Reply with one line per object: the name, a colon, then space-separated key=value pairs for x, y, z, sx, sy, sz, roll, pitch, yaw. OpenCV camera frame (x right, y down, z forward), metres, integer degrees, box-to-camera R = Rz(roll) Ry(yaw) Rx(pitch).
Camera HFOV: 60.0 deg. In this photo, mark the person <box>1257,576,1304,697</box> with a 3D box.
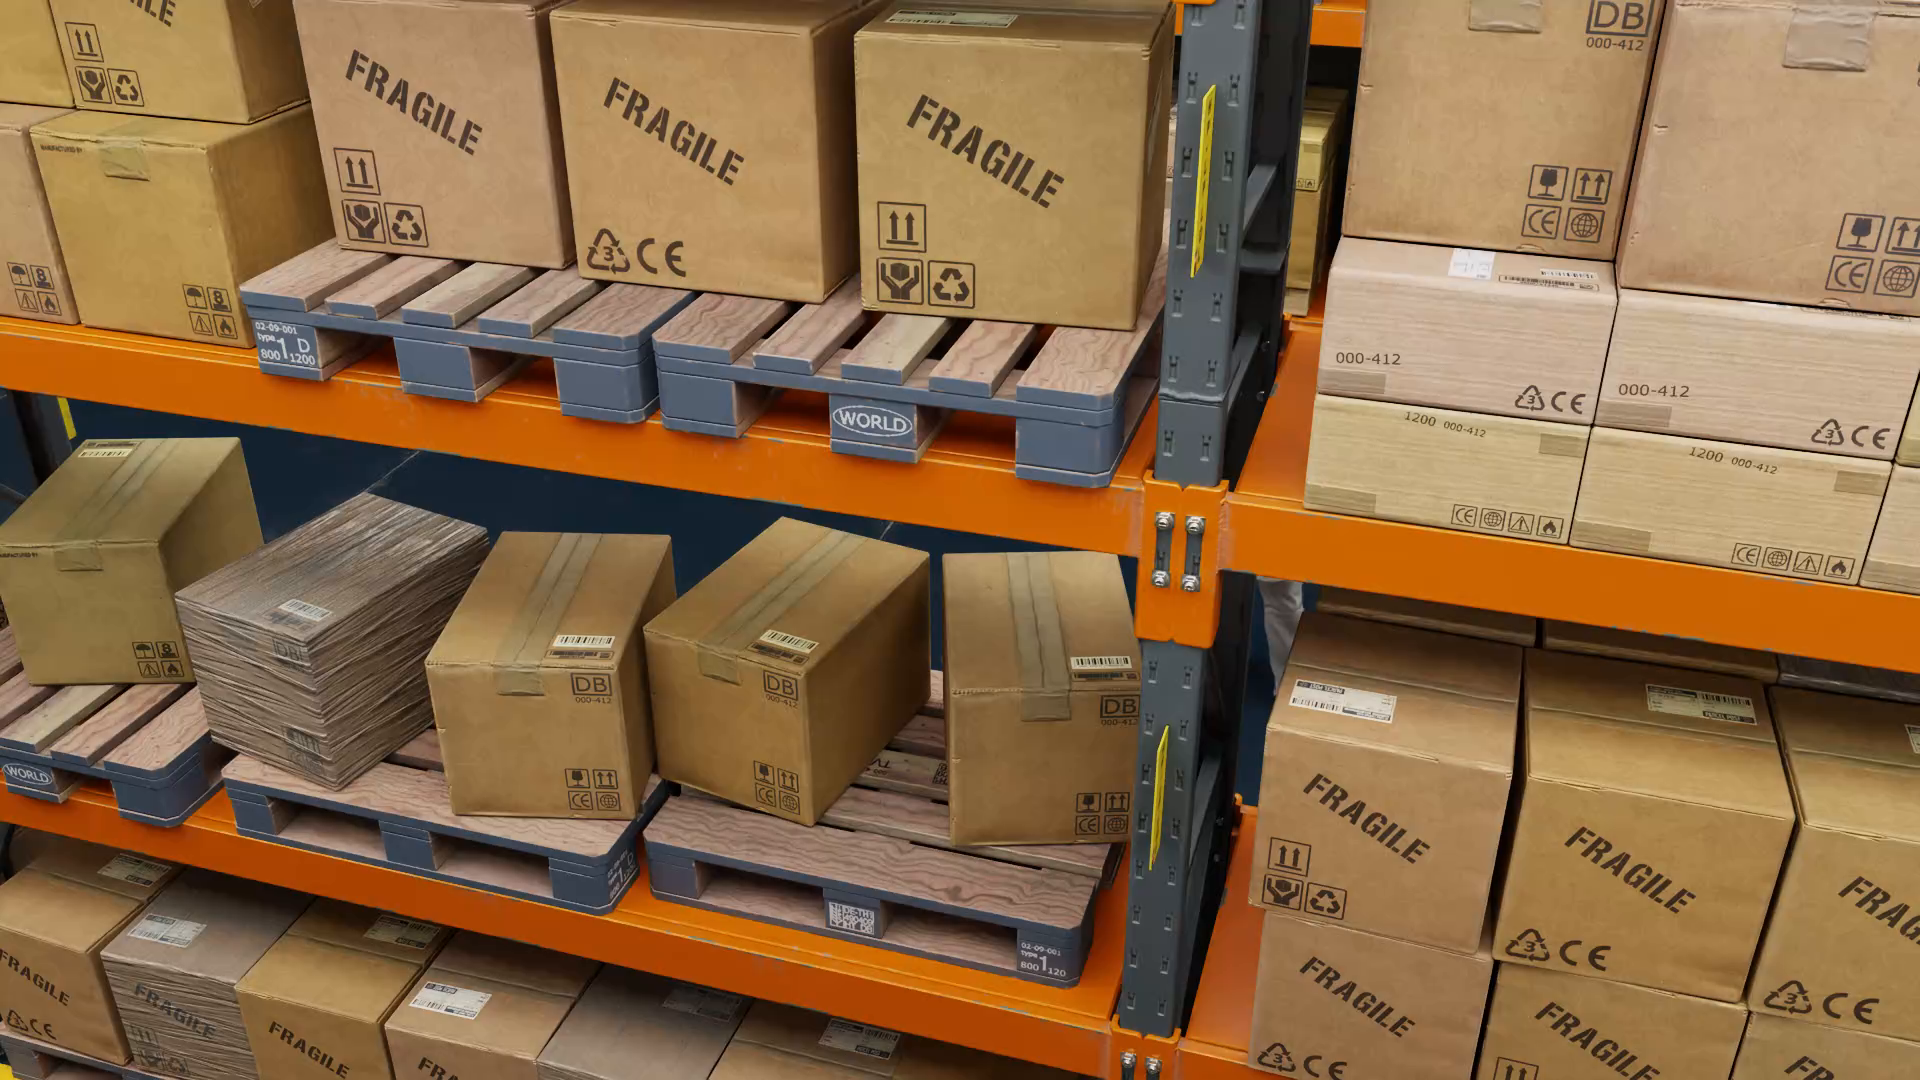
person: x=1.409 y=-0.119 z=7.334 sx=0.849 sy=1.762 sz=0.628 roll=6 pitch=29 yaw=11
